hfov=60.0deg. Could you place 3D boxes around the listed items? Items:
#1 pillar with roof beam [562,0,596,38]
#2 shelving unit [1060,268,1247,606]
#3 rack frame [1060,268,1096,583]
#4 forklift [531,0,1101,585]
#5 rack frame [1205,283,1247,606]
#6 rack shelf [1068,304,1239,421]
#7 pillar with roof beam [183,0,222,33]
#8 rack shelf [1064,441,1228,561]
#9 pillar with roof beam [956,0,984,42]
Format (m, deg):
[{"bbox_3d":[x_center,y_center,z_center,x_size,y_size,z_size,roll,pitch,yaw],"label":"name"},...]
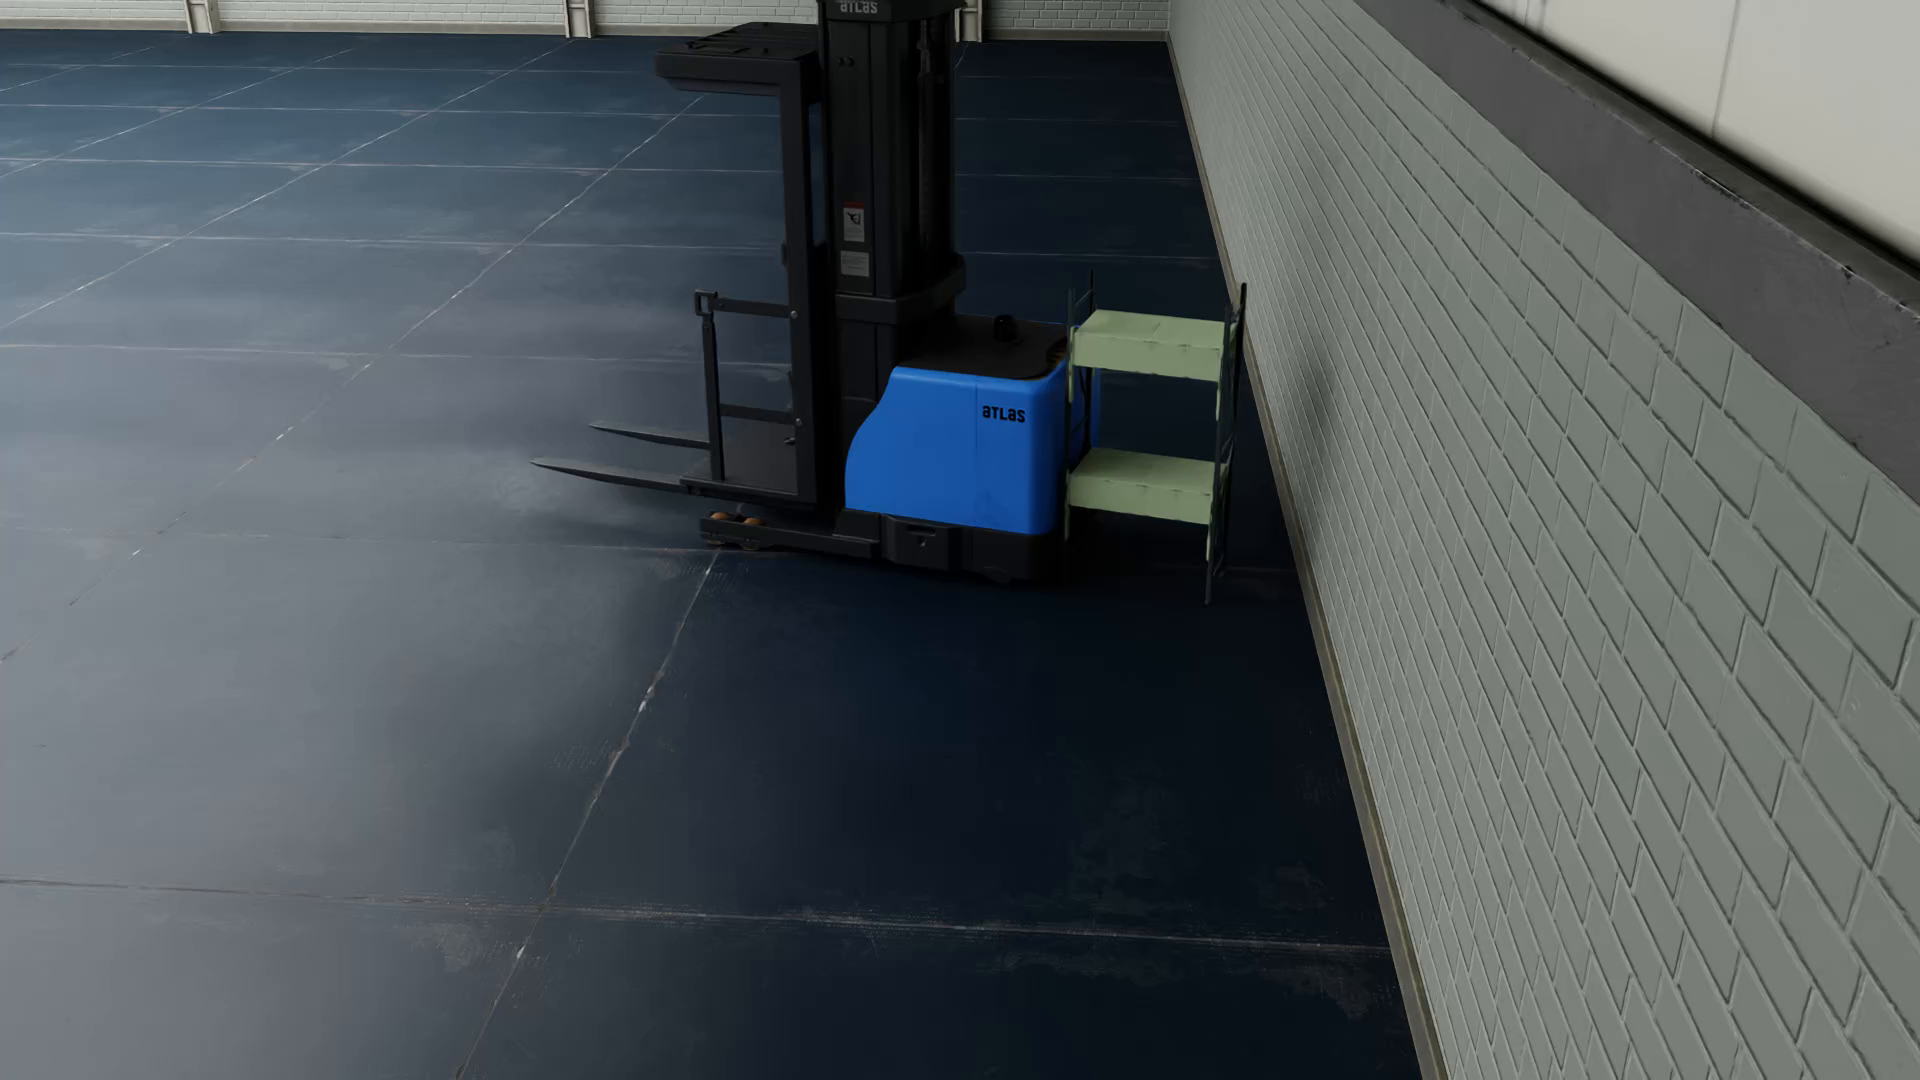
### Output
[{"bbox_3d":[-6.166,-10.064,19.856,0.400,9.000,9.100,2,25,4],"label":"pillar with roof beam"},{"bbox_3d":[0.921,-0.494,8.030,0.755,1.500,0.431,9,26,18],"label":"shelving unit"},{"bbox_3d":[0.577,-0.546,8.143,0.023,1.500,0.400,9,26,18],"label":"rack frame"},{"bbox_3d":[-0.828,-1.474,8.446,3.031,2.935,1.130,9,26,18],"label":"forklift"},{"bbox_3d":[1.266,-0.443,7.918,0.023,1.500,0.400,9,26,18],"label":"rack frame"},{"bbox_3d":[0.921,-0.849,7.867,0.720,0.370,0.431,9,26,18],"label":"rack shelf"},{"bbox_3d":[-12.148,-10.256,20.273,0.400,9.000,9.100,2,25,4],"label":"pillar with roof beam"},{"bbox_3d":[0.921,-0.198,8.167,0.720,0.370,0.431,9,26,18],"label":"rack shelf"},{"bbox_3d":[-0.184,-9.872,19.438,0.400,9.000,9.100,2,25,4],"label":"pillar with roof beam"}]
